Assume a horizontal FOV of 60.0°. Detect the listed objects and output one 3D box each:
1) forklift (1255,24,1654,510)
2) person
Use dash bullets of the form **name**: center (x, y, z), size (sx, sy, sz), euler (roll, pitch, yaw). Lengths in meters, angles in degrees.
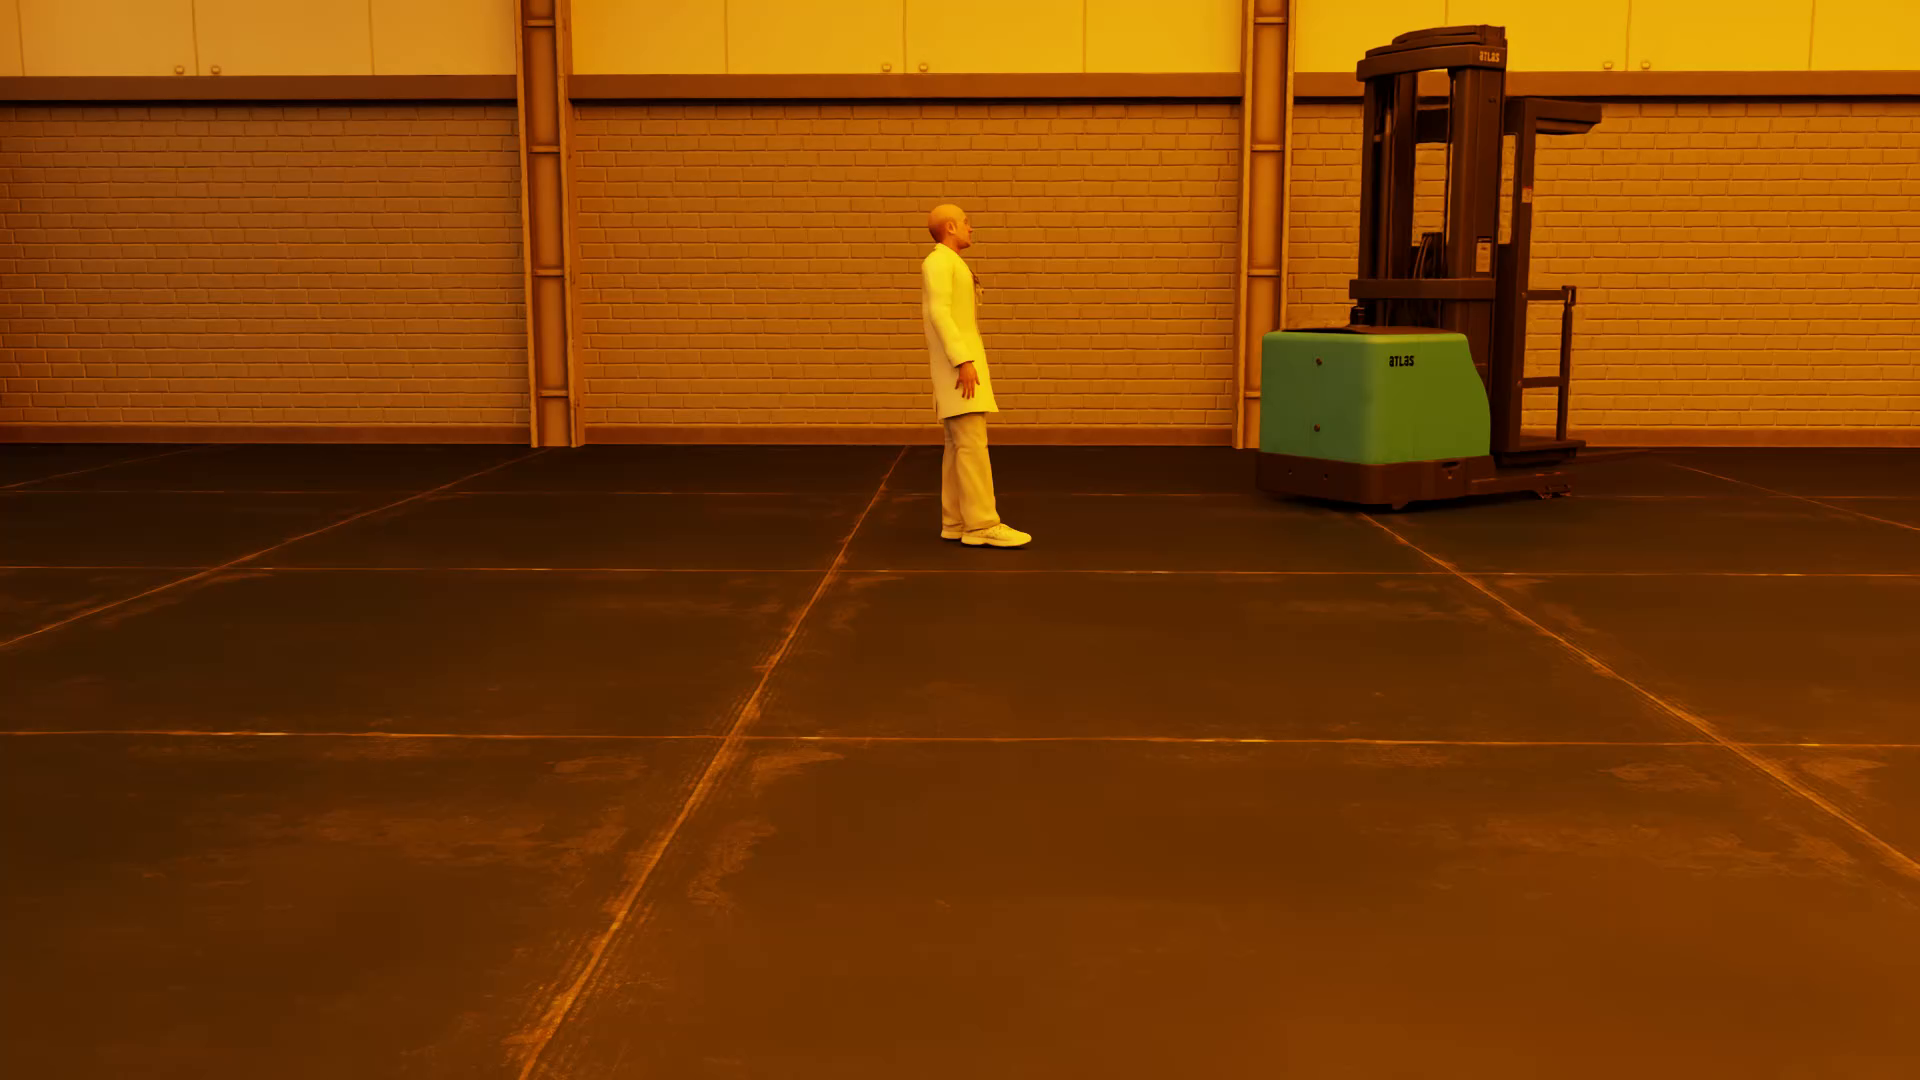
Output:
- **forklift**: center (3.415, -1.774, 10.910), size (3.031, 2.935, 1.130), euler (-6, 10, -33)
- **person**: center (0.091, -0.885, 8.861), size (0.578, 1.777, 0.698), euler (0, 9, 1)
